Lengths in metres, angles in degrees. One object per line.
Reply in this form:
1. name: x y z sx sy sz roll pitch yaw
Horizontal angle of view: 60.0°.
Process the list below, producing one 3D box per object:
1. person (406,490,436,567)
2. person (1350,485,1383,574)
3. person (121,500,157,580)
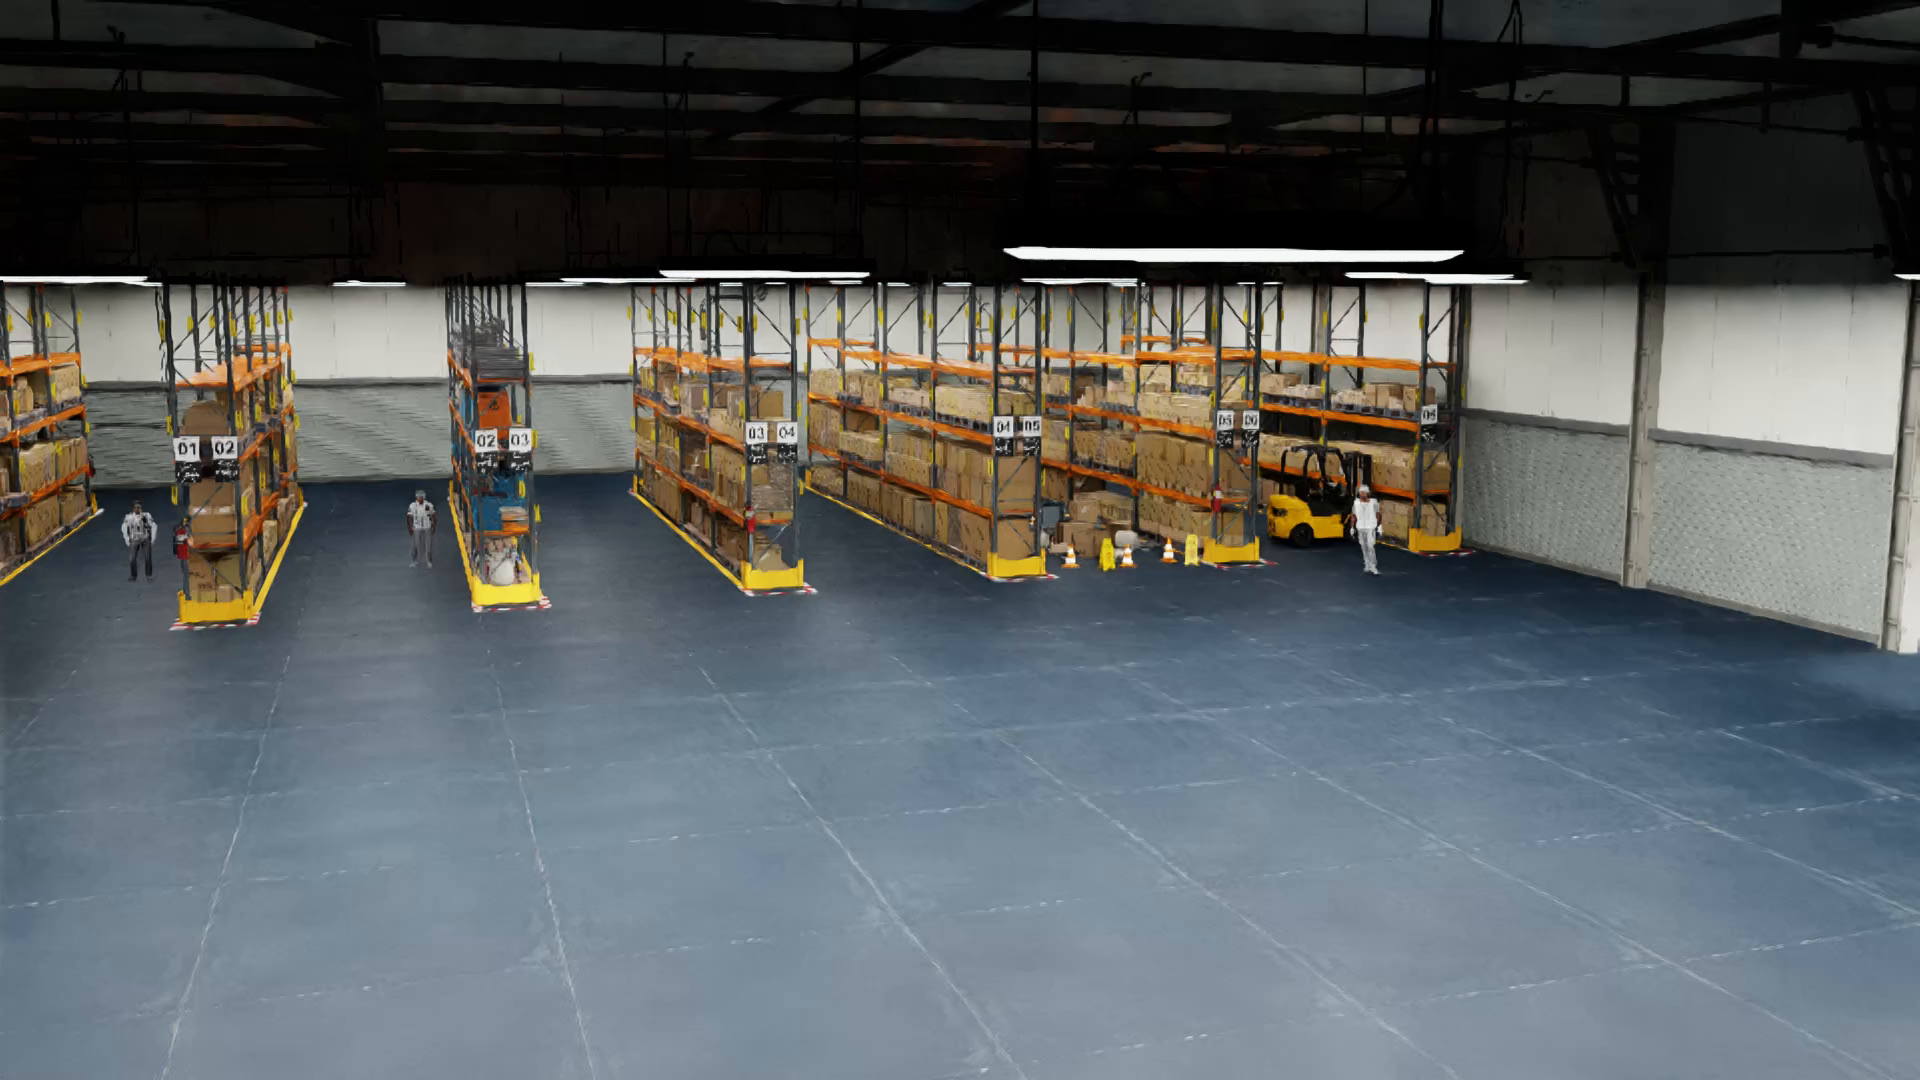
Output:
1. person: -11.112 -0.239 34.338 0.592 1.625 0.526 -3 9 -20
2. person: 8.253 -0.237 33.714 0.648 1.778 0.485 6 10 33
3. person: -16.158 -0.005 32.768 0.639 1.632 0.506 -3 9 -20
